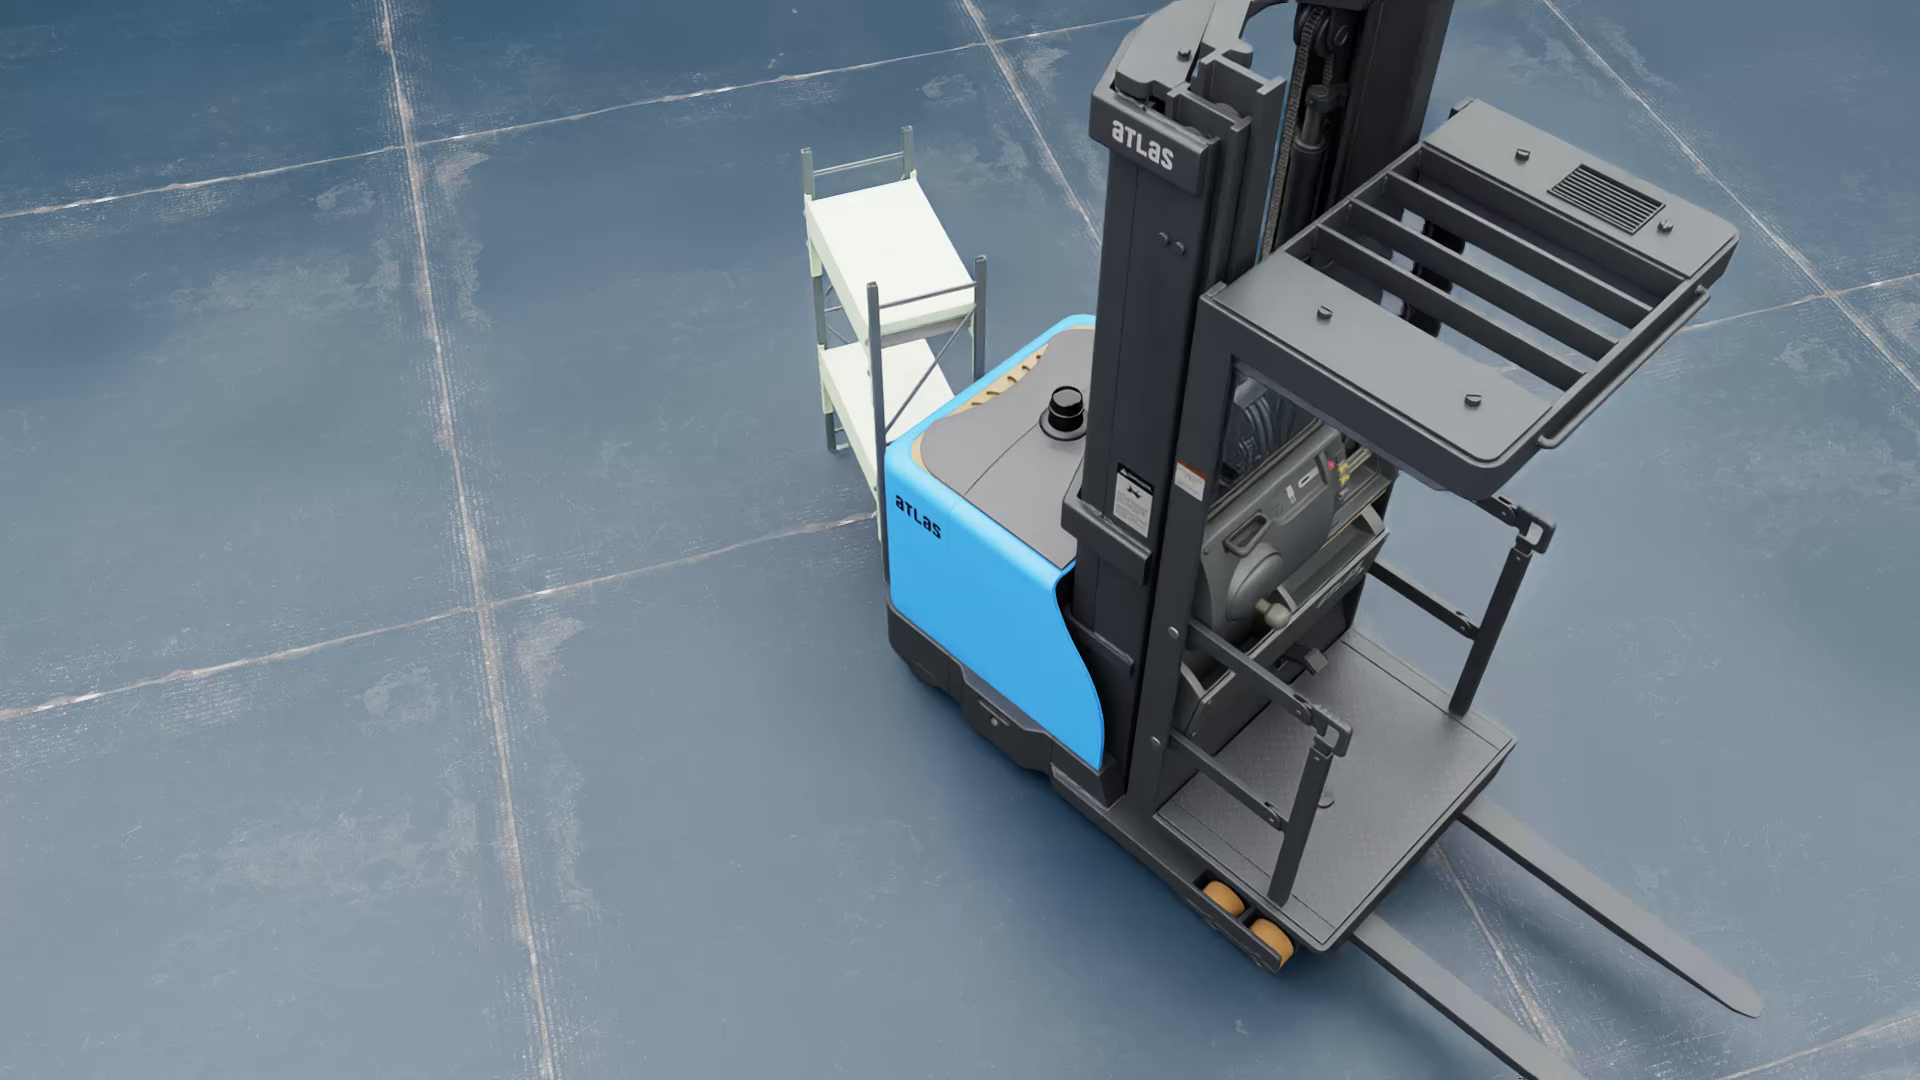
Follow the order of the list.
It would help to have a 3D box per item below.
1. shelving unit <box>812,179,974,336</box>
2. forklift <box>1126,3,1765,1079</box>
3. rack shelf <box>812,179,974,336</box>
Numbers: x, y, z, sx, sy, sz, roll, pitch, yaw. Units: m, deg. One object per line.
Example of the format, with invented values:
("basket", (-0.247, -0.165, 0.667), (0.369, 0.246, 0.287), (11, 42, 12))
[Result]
("shelving unit", (-0.231, -0.975, 5.695), (0.368, 0.052, 0.686), (-16, 52, -13))
("forklift", (1.443, 0.280, 4.516), (2.170, 2.733, 1.118), (37, 59, 27))
("rack shelf", (-0.231, -0.975, 5.695), (0.368, 0.052, 0.686), (-16, 52, -13))
